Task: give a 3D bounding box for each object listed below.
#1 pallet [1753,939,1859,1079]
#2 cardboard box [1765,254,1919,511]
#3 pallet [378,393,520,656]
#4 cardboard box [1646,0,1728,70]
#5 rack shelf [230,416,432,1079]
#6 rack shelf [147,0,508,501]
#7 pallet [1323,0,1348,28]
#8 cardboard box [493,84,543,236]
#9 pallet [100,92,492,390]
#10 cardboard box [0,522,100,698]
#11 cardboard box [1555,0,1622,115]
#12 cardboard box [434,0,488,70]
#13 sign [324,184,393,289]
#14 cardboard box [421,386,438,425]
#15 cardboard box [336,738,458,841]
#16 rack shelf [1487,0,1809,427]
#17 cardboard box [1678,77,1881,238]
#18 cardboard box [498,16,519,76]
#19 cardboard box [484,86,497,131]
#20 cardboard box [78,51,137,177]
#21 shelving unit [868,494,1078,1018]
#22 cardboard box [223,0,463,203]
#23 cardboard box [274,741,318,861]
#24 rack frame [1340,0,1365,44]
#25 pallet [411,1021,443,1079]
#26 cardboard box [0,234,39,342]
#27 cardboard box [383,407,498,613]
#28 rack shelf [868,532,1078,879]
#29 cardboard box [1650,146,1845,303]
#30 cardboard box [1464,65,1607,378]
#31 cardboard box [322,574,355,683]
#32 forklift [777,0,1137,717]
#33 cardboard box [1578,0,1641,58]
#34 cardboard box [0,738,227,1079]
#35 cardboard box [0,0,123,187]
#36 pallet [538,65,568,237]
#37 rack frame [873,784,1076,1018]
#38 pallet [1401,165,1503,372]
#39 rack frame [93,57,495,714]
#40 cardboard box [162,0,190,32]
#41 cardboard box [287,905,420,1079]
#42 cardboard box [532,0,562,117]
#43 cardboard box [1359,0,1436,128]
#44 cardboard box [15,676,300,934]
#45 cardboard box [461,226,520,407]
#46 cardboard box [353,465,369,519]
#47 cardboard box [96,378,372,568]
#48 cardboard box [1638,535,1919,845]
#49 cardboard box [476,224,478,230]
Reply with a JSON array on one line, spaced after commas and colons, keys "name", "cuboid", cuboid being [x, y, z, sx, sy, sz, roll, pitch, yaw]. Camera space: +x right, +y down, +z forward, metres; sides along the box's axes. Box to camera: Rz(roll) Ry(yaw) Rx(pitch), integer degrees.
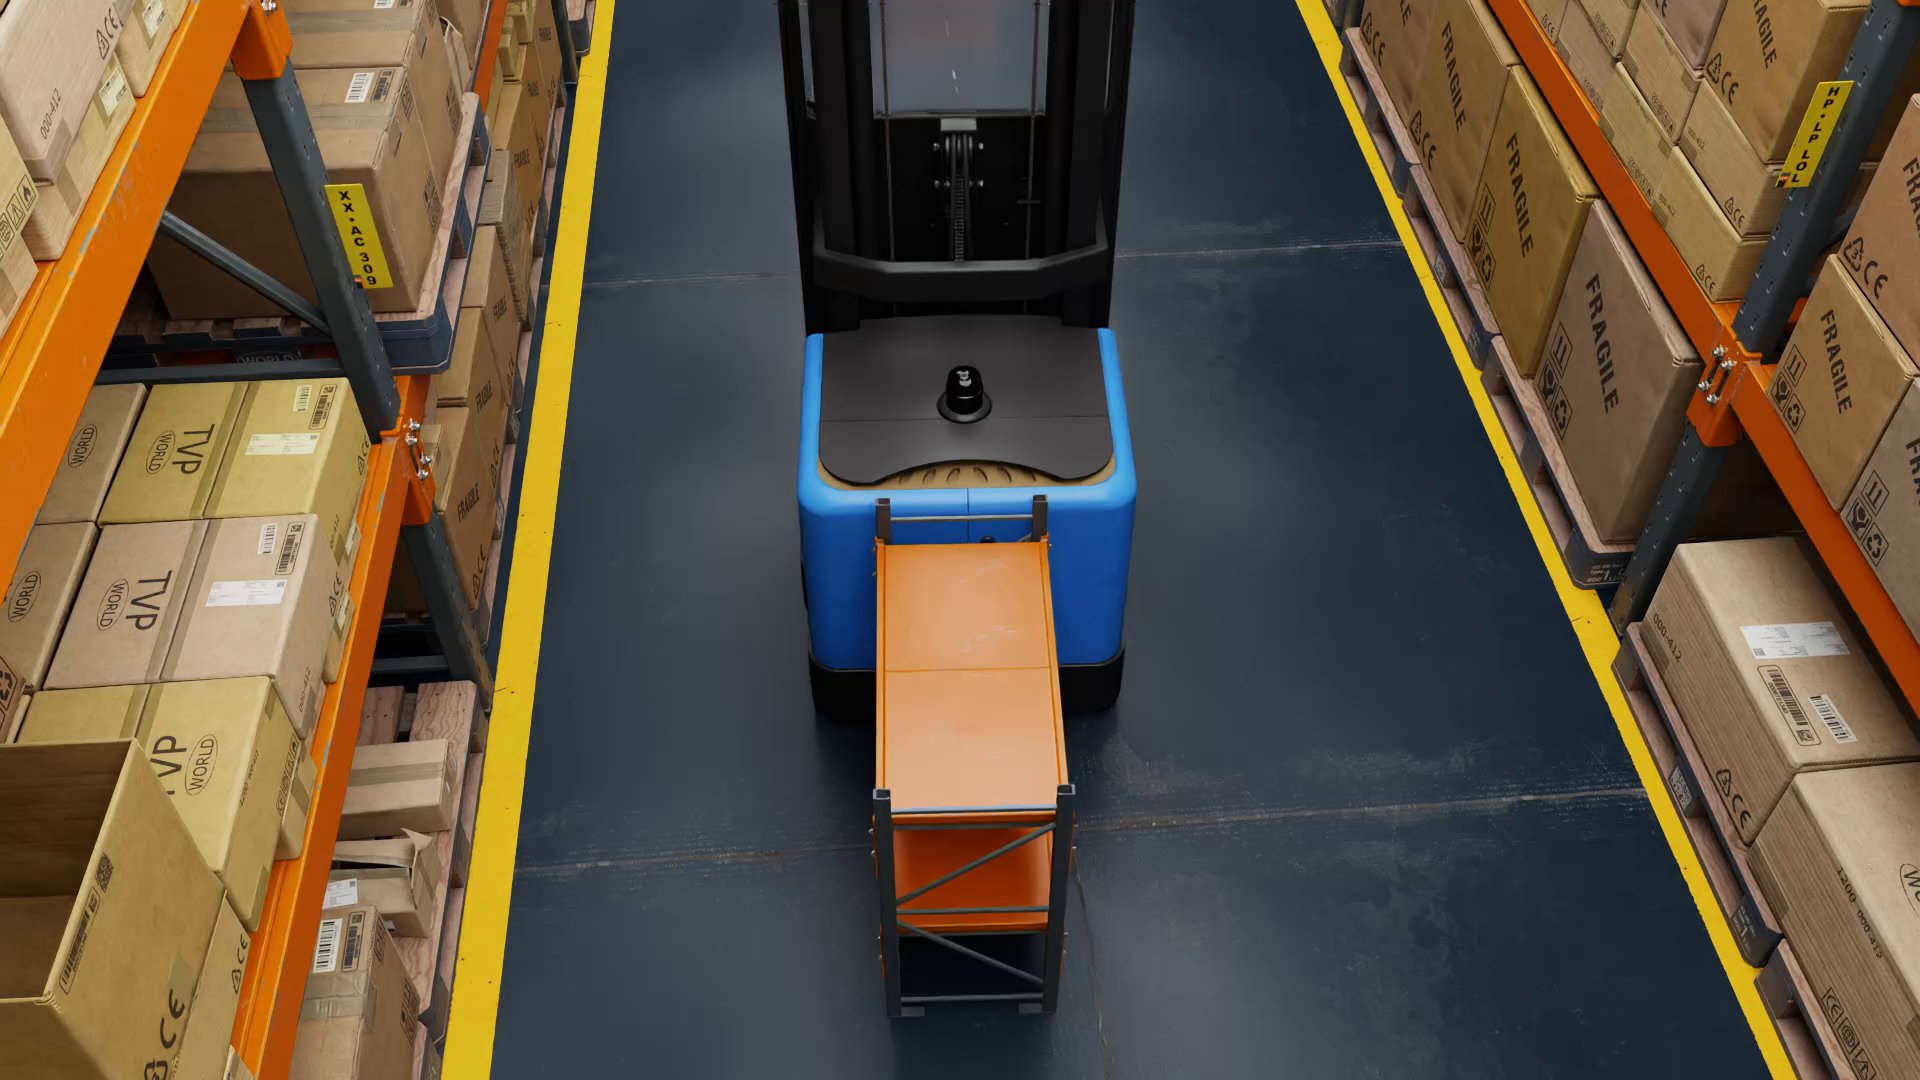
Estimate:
[{"name": "pallet", "cuboid": [2.929, 1.643, 4.549, 1.003, 0.211, 1.213, -3, 47, -3]}, {"name": "cardboard box", "cuboid": [2.616, -0.435, 4.527, 0.500, 0.500, 0.500, -2, 47, -2]}, {"name": "pallet", "cuboid": [-2.214, -0.079, 6.179, 1.003, 0.211, 1.213, -3, 47, -3]}, {"name": "cardboard box", "cuboid": [2.500, -1.816, 5.146, 0.500, 0.500, 0.500, -3, 47, -3]}, {"name": "rack shelf", "cuboid": [-1.941, 1.243, 3.502, 1.077, 0.370, 4.000, -3, 47, -3]}, {"name": "rack shelf", "cuboid": [-2.276, -1.651, 6.243, 1.077, 0.370, 4.000, -3, 47, -3]}, {"name": "pallet", "cuboid": [2.439, -3.257, 9.189, 1.003, 0.211, 1.213, -3, 47, -3]}, {"name": "cardboard box", "cuboid": [-2.115, -1.596, 7.128, 0.500, 0.500, 0.500, -2, 47, -2]}, {"name": "pallet", "cuboid": [-2.066, -0.970, 5.235, 1.003, 0.211, 1.213, -3, 47, -3]}, {"name": "cardboard box", "cuboid": [-2.287, 0.235, 3.860, 0.500, 0.250, 0.500, -4, 47, -4]}, {"name": "cardboard box", "cuboid": [2.484, -1.748, 5.943, 0.500, 0.250, 0.500, -5, 47, -4]}, {"name": "cardboard box", "cuboid": [-2.035, -1.936, 5.660, 0.700, 0.500, 0.500, -4, 47, -3]}, {"name": "sign", "cuboid": [-1.568, -0.788, 4.334, 0.100, 0.325, 0.005, -3, 47, -3]}, {"name": "cardboard box", "cuboid": [-1.973, -0.431, 5.578, 0.380, 0.149, 0.250, -5, 47, -4]}, {"name": "cardboard box", "cuboid": [-1.769, 0.770, 5.129, 0.380, 0.149, 0.250, -5, 47, -4]}, {"name": "rack shelf", "cuboid": [2.670, -1.956, 6.532, 1.077, 0.370, 4.000, -3, 47, -3]}, {"name": "cardboard box", "cuboid": [2.559, -1.180, 5.061, 0.500, 0.250, 0.500, -4, 47, -3]}, {"name": "cardboard box", "cuboid": [-2.117, -2.123, 7.180, 0.380, 0.149, 0.250, -5, 47, -5]}, {"name": "cardboard box", "cuboid": [-2.119, -1.749, 6.826, 0.380, 0.149, 0.250, -4, 47, -4]}, {"name": "cardboard box", "cuboid": [-1.753, -0.782, 3.032, 0.380, 0.149, 0.250, -2, 47, -2]}, {"name": "shelving unit", "cuboid": [0.020, 0.640, 4.870, 0.538, 1.125, 1.048, -1, 47, -1]}, {"name": "cardboard box", "cuboid": [-1.969, -1.369, 5.122, 0.700, 0.500, 0.500, -3, 47, -3]}, {"name": "cardboard box", "cuboid": [-1.696, 0.598, 3.790, 0.380, 0.149, 0.250, -4, 47, -4]}, {"name": "rack frame", "cuboid": [2.503, -3.650, 7.641, 1.000, 3.000, 0.127, -3, 47, -3]}, {"name": "pallet", "cuboid": [-1.946, 1.889, 4.316, 1.003, 0.211, 1.213, -3, 47, -3]}, {"name": "cardboard box", "cuboid": [-1.743, -0.409, 2.679, 0.380, 0.149, 0.250, -2, 47, -2]}, {"name": "cardboard box", "cuboid": [-1.924, -0.100, 5.711, 0.500, 0.500, 0.500, -2, 47, -2]}, {"name": "rack shelf", "cuboid": [0.020, 0.438, 4.657, 0.538, 0.278, 1.000, -1, 47, -1]}, {"name": "cardboard box", "cuboid": [2.549, -1.014, 5.247, 0.500, 0.250, 0.500, -4, 47, -4]}, {"name": "cardboard box", "cuboid": [2.623, -1.267, 6.558, 0.875, 0.875, 0.875, -2, 47, -2]}, {"name": "cardboard box", "cuboid": [-1.741, 0.224, 4.145, 0.380, 0.149, 0.250, -2, 47, -2]}, {"name": "forklift", "cuboid": [-0.019, -1.472, 5.626, 1.130, 2.935, 3.031, -1, 47, -1]}, {"name": "cardboard box", "cuboid": [2.460, -1.916, 5.758, 0.500, 0.250, 0.500, -2, 47, -2]}, {"name": "cardboard box", "cuboid": [-1.669, 0.704, 2.899, 0.500, 0.500, 0.500, -2, 47, -2]}, {"name": "cardboard box", "cuboid": [-1.764, -0.824, 2.797, 0.500, 0.250, 0.500, -5, 47, -5]}, {"name": "pallet", "cuboid": [-2.418, -1.844, 7.851, 1.003, 0.211, 1.213, -3, 47, -3]}, {"name": "rack frame", "cuboid": [0.035, 1.008, 4.520, 0.500, 1.125, 0.032, -1, 47, -1]}, {"name": "pallet", "cuboid": [2.593, -1.236, 7.275, 1.003, 0.211, 1.213, -3, 47, -3]}, {"name": "rack frame", "cuboid": [-2.108, -0.452, 4.612, 1.000, 3.000, 0.127, -3, 47, -3]}, {"name": "cardboard box", "cuboid": [-1.784, -1.155, 3.385, 0.380, 0.149, 0.250, -4, 47, -4]}, {"name": "cardboard box", "cuboid": [-1.850, 1.337, 4.350, 0.700, 0.500, 0.500, -5, 47, -5]}, {"name": "cardboard box", "cuboid": [-2.193, -2.338, 7.830, 0.500, 0.500, 0.500, -2, 47, -2]}, {"name": "cardboard box", "cuboid": [2.478, -2.559, 7.782, 0.875, 0.875, 0.875, -4, 47, -4]}, {"name": "cardboard box", "cuboid": [-1.737, 0.575, 3.538, 0.500, 0.250, 0.500, -4, 47, -4]}, {"name": "cardboard box", "cuboid": [-2.016, -0.846, 6.418, 0.500, 0.500, 0.500, -5, 47, -4]}, {"name": "cardboard box", "cuboid": [-1.830, -0.150, 4.499, 0.380, 0.149, 0.250, -3, 47, -3]}, {"name": "cardboard box", "cuboid": [-1.822, -0.149, 4.223, 0.500, 0.250, 0.500, -2, 47, -2]}, {"name": "cardboard box", "cuboid": [2.783, 0.441, 5.241, 0.875, 0.438, 0.875, -4, 47, -4]}, {"name": "cardboard box", "cuboid": [-2.045, -1.176, 6.284, 0.380, 0.149, 0.250, -2, 47, -2]}]
